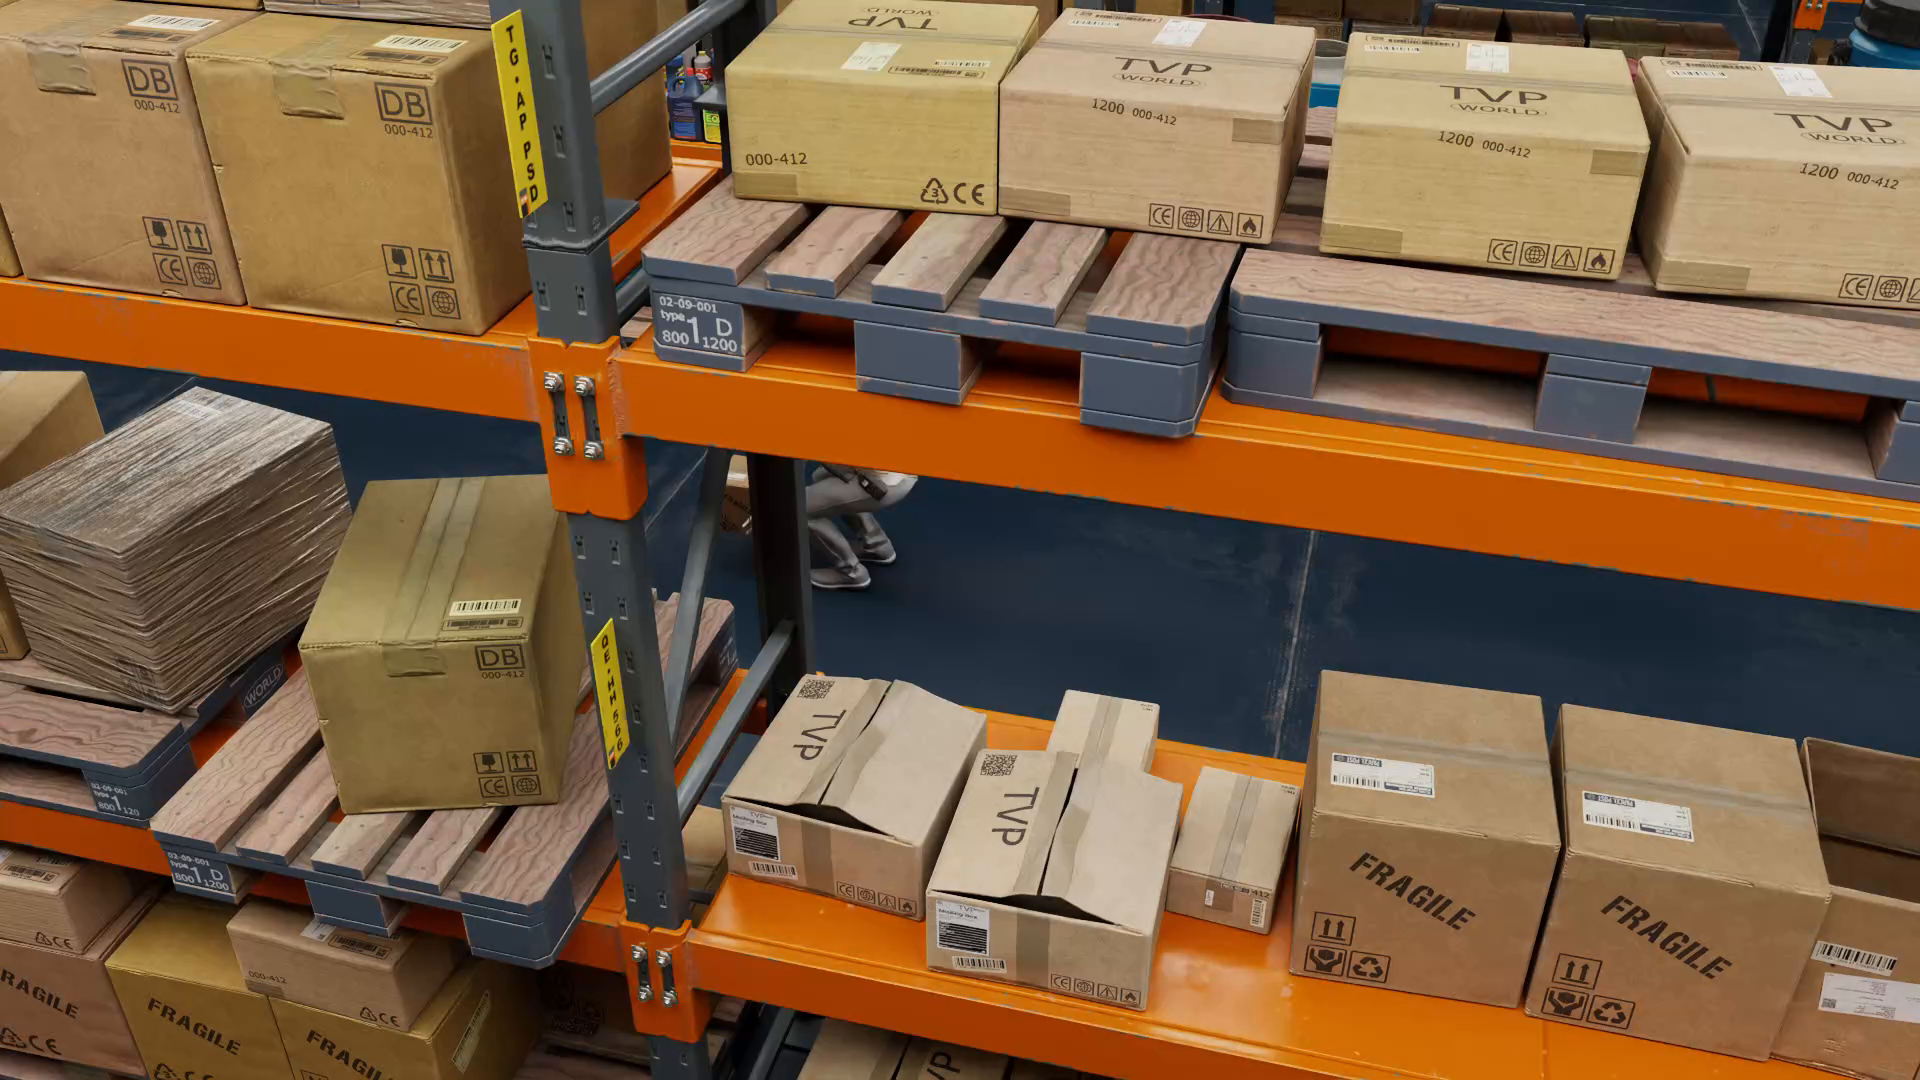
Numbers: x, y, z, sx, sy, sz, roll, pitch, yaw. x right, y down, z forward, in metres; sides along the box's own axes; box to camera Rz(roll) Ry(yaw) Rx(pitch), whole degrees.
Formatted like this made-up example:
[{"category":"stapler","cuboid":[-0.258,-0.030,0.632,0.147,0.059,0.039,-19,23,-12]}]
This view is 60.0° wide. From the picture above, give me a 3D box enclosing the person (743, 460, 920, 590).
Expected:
[{"category":"person","cuboid":[-0.571,-0.300,7.148,0.815,1.073,0.504,8,34,12]}]
